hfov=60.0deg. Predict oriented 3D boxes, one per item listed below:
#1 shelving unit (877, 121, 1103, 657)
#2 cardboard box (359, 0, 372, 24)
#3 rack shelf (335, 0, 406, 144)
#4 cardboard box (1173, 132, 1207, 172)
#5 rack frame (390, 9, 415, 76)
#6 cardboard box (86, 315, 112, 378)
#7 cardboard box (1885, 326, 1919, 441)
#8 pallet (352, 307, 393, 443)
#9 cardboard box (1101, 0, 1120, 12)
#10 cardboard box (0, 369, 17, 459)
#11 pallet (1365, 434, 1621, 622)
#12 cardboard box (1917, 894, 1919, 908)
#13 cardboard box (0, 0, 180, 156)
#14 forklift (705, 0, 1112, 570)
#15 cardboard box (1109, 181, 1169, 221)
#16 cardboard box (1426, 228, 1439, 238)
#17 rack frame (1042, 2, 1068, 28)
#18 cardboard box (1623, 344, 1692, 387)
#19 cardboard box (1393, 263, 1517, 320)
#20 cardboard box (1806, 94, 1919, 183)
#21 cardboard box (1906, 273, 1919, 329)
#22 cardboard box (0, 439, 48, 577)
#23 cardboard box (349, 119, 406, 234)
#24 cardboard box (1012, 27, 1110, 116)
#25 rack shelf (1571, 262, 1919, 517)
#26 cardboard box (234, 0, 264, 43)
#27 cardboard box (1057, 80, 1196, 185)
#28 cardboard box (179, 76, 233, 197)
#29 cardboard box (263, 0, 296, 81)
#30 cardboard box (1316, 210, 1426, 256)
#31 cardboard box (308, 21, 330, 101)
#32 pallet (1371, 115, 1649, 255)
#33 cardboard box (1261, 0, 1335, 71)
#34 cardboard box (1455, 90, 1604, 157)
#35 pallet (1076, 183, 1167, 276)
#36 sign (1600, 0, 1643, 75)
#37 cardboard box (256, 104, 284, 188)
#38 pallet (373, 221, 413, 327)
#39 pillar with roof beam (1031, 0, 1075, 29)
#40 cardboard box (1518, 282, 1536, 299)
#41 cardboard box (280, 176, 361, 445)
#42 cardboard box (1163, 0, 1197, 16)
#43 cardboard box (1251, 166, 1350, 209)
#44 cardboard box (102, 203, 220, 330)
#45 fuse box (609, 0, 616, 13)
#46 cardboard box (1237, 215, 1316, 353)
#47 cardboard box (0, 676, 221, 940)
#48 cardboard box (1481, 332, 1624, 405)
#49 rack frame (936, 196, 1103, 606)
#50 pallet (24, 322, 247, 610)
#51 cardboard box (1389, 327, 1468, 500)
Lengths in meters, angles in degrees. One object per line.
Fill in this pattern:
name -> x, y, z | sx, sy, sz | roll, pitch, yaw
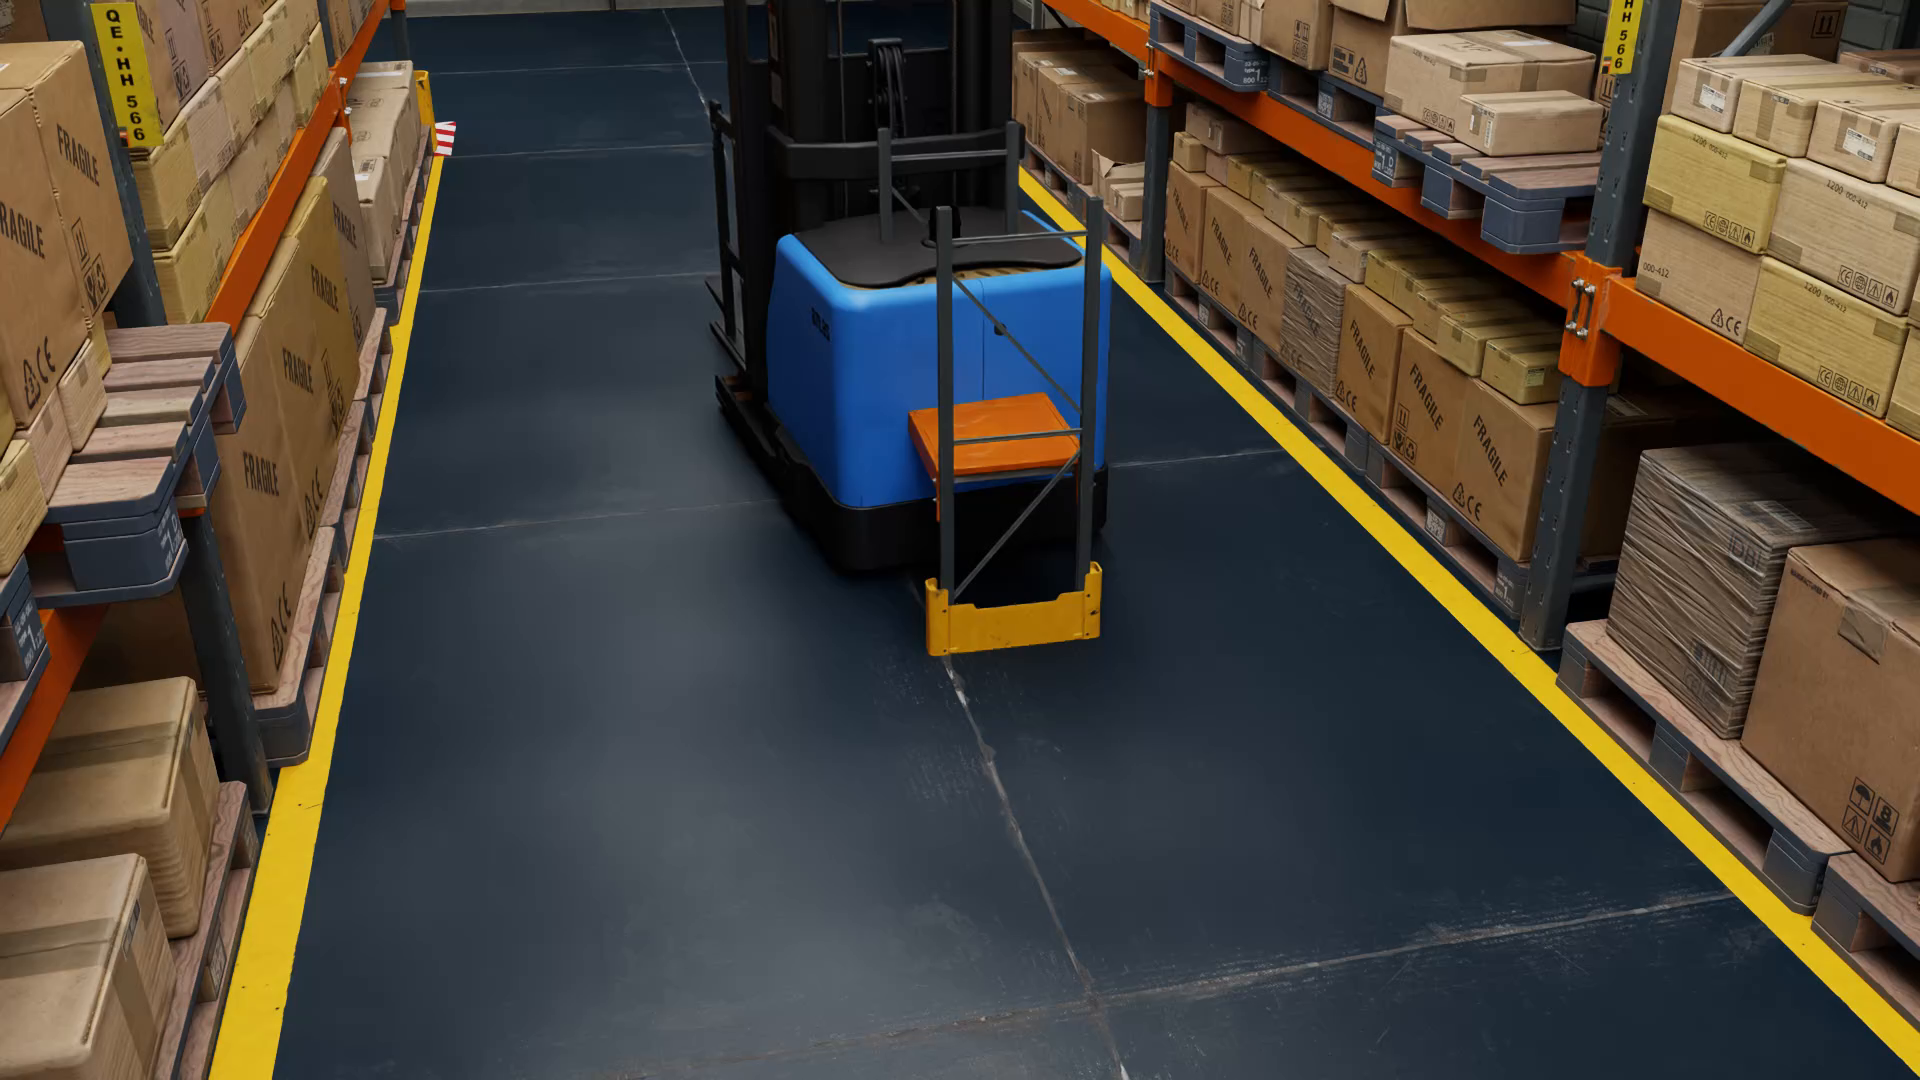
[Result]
shelving unit -> 0.070, -0.548, 5.669 | 0.587, 1.500, 1.083 | -6, 27, -11
cardboard box -> -3.424, -3.006, 8.766 | 0.500, 0.500, 0.500 | -6, 27, -11
rack shelf -> -3.808, -2.846, 9.357 | 1.077, 0.370, 4.000 | -6, 27, -12
cardboard box -> 1.299, -1.971, 8.415 | 0.380, 0.149, 0.250 | -5, 27, -9
rack frame -> -4.259, -4.045, 10.935 | 1.000, 3.000, 0.127 | -6, 27, -12
cardboard box -> -2.022, -0.378, 3.482 | 0.380, 0.149, 0.250 | -6, 27, -11
cardboard box -> 2.472, -0.305, 3.692 | 0.500, 0.250, 0.500 | -7, 28, -13
pallet -> -3.110, -0.713, 7.428 | 1.003, 0.211, 1.213 | -6, 27, -12
cardboard box -> 0.998, -3.020, 9.184 | 0.380, 0.149, 0.250 | -5, 27, -10
cardboard box -> -1.841, -0.279, 2.567 | 0.500, 0.500, 0.500 | -8, 28, -15
pallet -> 2.247, -0.125, 6.264 | 1.003, 0.211, 1.213 | -6, 27, -12
cardboard box -> 2.813, 0.691, 3.722 | 0.875, 0.625, 0.625 | -7, 28, -14
cardboard box -> -2.329, -1.265, 4.207 | 0.500, 0.500, 0.500 | -7, 28, -13
forklift -> -0.440, -1.845, 6.653 | 1.130, 2.935, 3.031 | -9, 28, -18
cardboard box -> 1.066, -1.924, 9.431 | 0.380, 0.149, 0.250 | -7, 28, -13
cardboard box -> 2.202, -1.345, 7.175 | 0.380, 0.149, 0.250 | -7, 28, -14
rack frame -> 0.576, -4.551, 11.937 | 1.000, 3.000, 0.127 | -6, 27, -12
cardboard box -> 2.565, -0.660, 5.817 | 0.380, 0.149, 0.250 | -5, 27, -9
cardboard box -> 1.897, -0.948, 6.388 | 0.380, 0.149, 0.250 | -5, 27, -10
cardboard box -> 2.308, -0.976, 4.023 | 0.380, 0.149, 0.250 | -5, 27, -10
cardboard box -> 2.453, -0.524, 3.570 | 0.500, 0.250, 0.500 | -7, 28, -13
cardboard box -> -1.797, -0.041, 2.815 | 0.380, 0.149, 0.250 | -5, 27, -11
cardboard box -> -3.597, -2.012, 9.285 | 0.875, 0.438, 0.875 | -7, 28, -13
cardboard box -> 0.621, -3.345, 11.854 | 0.797, 0.503, 0.637 | -7, 28, -14
rack shelf -> 2.830, 0.161, 3.401 | 1.077, 0.370, 4.000 | -6, 27, -12
cardboard box -> -2.662, -1.933, 5.529 | 0.500, 0.500, 0.500 | -6, 27, -11
cardboard box -> 1.010, -2.509, 10.200 | 0.700, 0.500, 0.500 | -7, 28, -14
cardboard box -> -2.445, -1.164, 4.838 | 0.500, 0.250, 0.500 | -5, 27, -10
cardboard box -> -2.779, -1.831, 6.160 | 0.500, 0.250, 0.500 | -5, 27, -10
cardboard box -> 1.744, -1.289, 7.063 | 0.380, 0.149, 0.250 | -6, 27, -11
cardboard box -> -3.011, -2.051, 7.150 | 0.500, 0.250, 0.500 | -7, 28, -13
pallet -> 2.158, -1.243, 5.597 | 1.213, 0.211, 1.003 | -6, 27, -12
cardboard box -> 1.662, -2.220, 6.742 | 0.700, 0.500, 0.500 | -6, 27, -12
cardboard box -> 1.857, -1.363, 5.435 | 0.380, 0.149, 0.250 | -5, 27, -11
pallet -> 1.324, -1.851, 9.684 | 1.003, 0.211, 1.213 | -6, 27, -12
sign -> 1.852, -1.461, 4.618 | 0.100, 0.325, 0.005 | -6, 27, -12
cardboard box -> -2.682, -1.377, 5.816 | 0.500, 0.250, 0.500 | -6, 27, -12
pallet -> -3.453, -1.386, 8.761 | 1.003, 0.211, 1.213 | -6, 27, -12
pillar with roof beam -> -3.348, -8.067, 12.245 | 9.100, 9.000, 0.400 | -6, 27, -12
cardboard box -> 2.426, -1.009, 6.509 | 0.380, 0.149, 0.250 | -7, 28, -14
cardboard box -> -2.929, -0.868, 6.533 | 0.875, 0.875, 0.875 | -5, 27, -10
cardboard box -> 1.368, -2.792, 7.875 | 0.700, 0.500, 0.500 | -5, 27, -10
cardboard box -> 1.581, -1.627, 7.733 | 0.380, 0.149, 0.250 | -6, 27, -12
cardboard box -> -2.321, -0.706, 4.487 | 0.500, 0.250, 0.500 | -6, 27, -12
fuse box -> -3.473, -6.092, 16.421 | 0.539, 1.711, 0.414 | -6, 27, -12
cardboard box -> 1.605, -1.179, 7.564 | 0.500, 0.500, 0.500 | -7, 28, -13
cardboard box -> -2.339, 0.702, 3.981 | 0.950, 0.372, 0.625 | -8, 28, -15
cardboard box -> 2.021, -0.591, 5.680 | 0.380, 0.149, 0.250 | -7, 28, -14
rack frame -> 0.180, -0.321, 5.218 | 0.500, 1.500, 0.032 | -6, 27, -11
pallet -> -2.192, -0.145, 3.422 | 1.213, 0.211, 1.003 | -6, 27, -12
cardboard box -> 1.972, -0.495, 6.209 | 0.500, 0.500, 0.500 | -6, 27, -12
